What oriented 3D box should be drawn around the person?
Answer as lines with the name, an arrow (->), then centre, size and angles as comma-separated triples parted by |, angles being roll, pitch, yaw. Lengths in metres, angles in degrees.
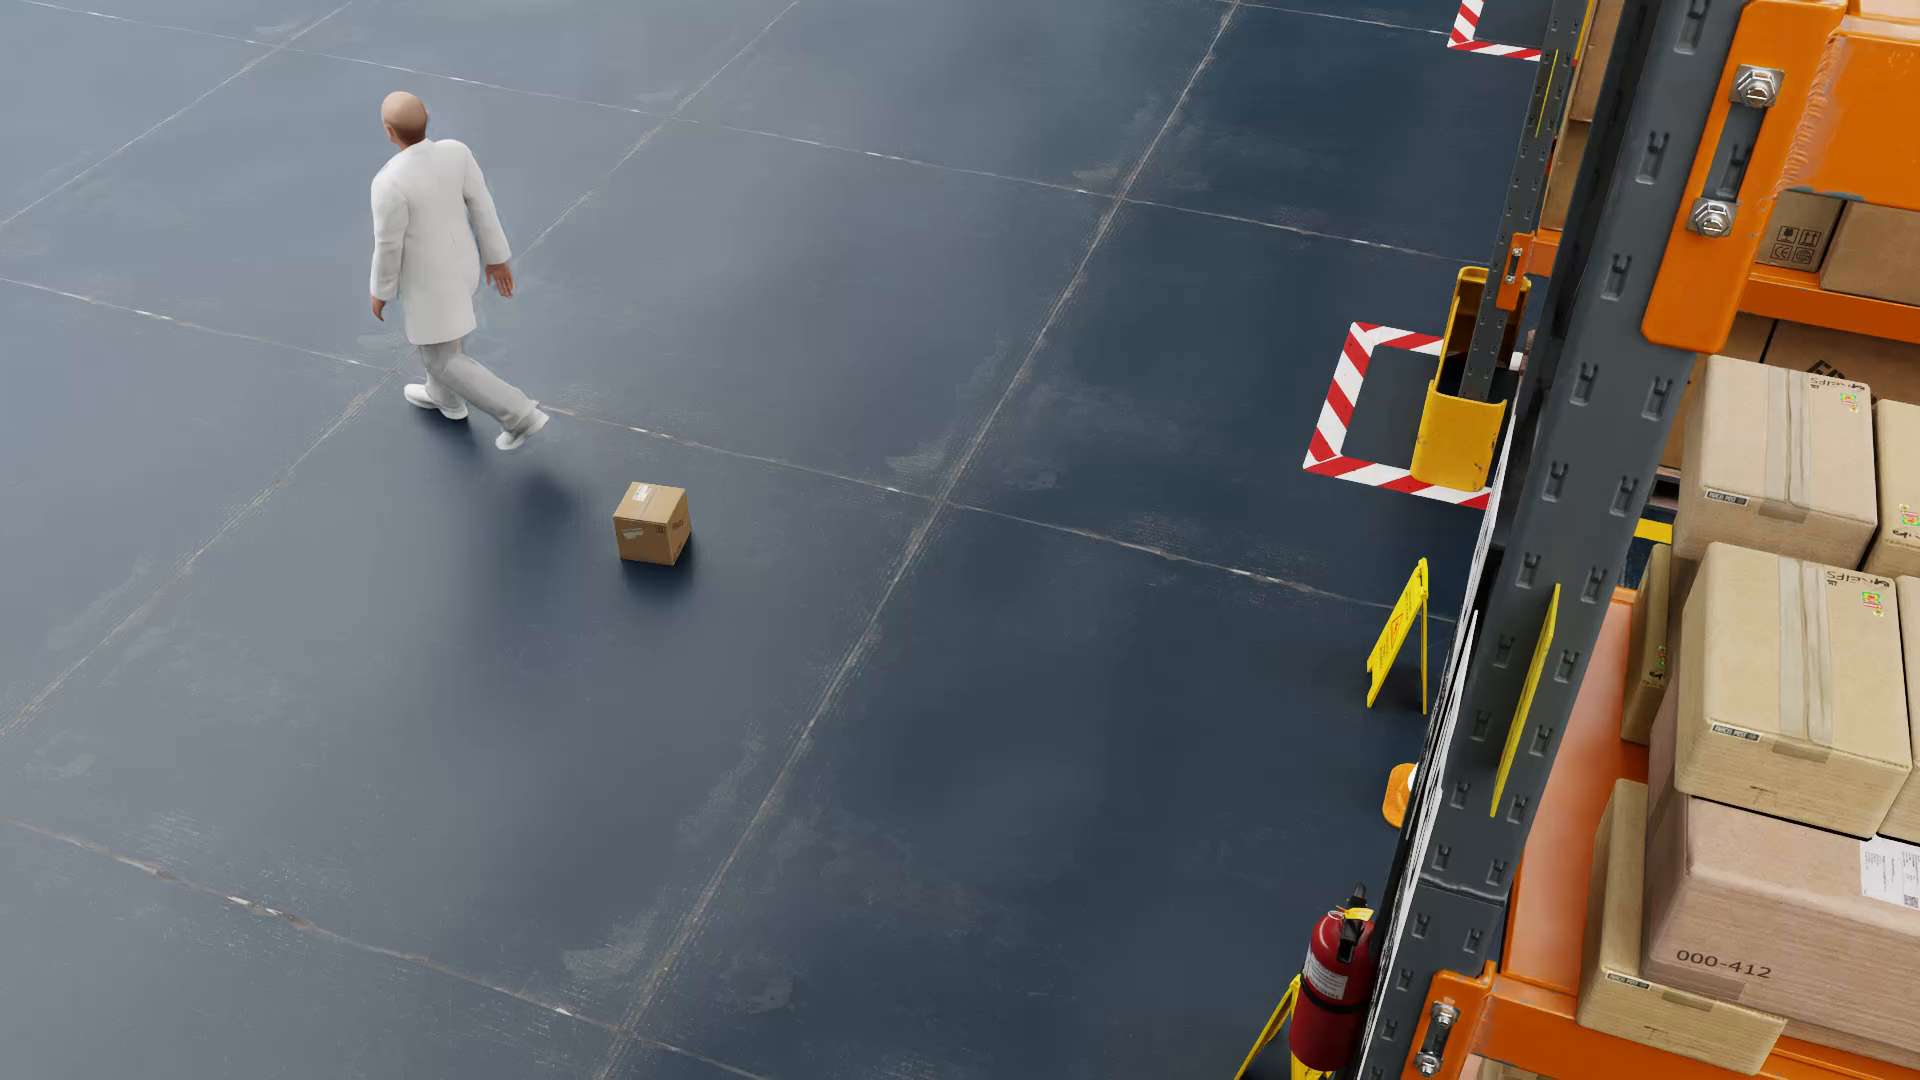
person -> -2.330, -1.193, 7.533 | 1.009, 1.740, 0.605 | 18, 44, 20
